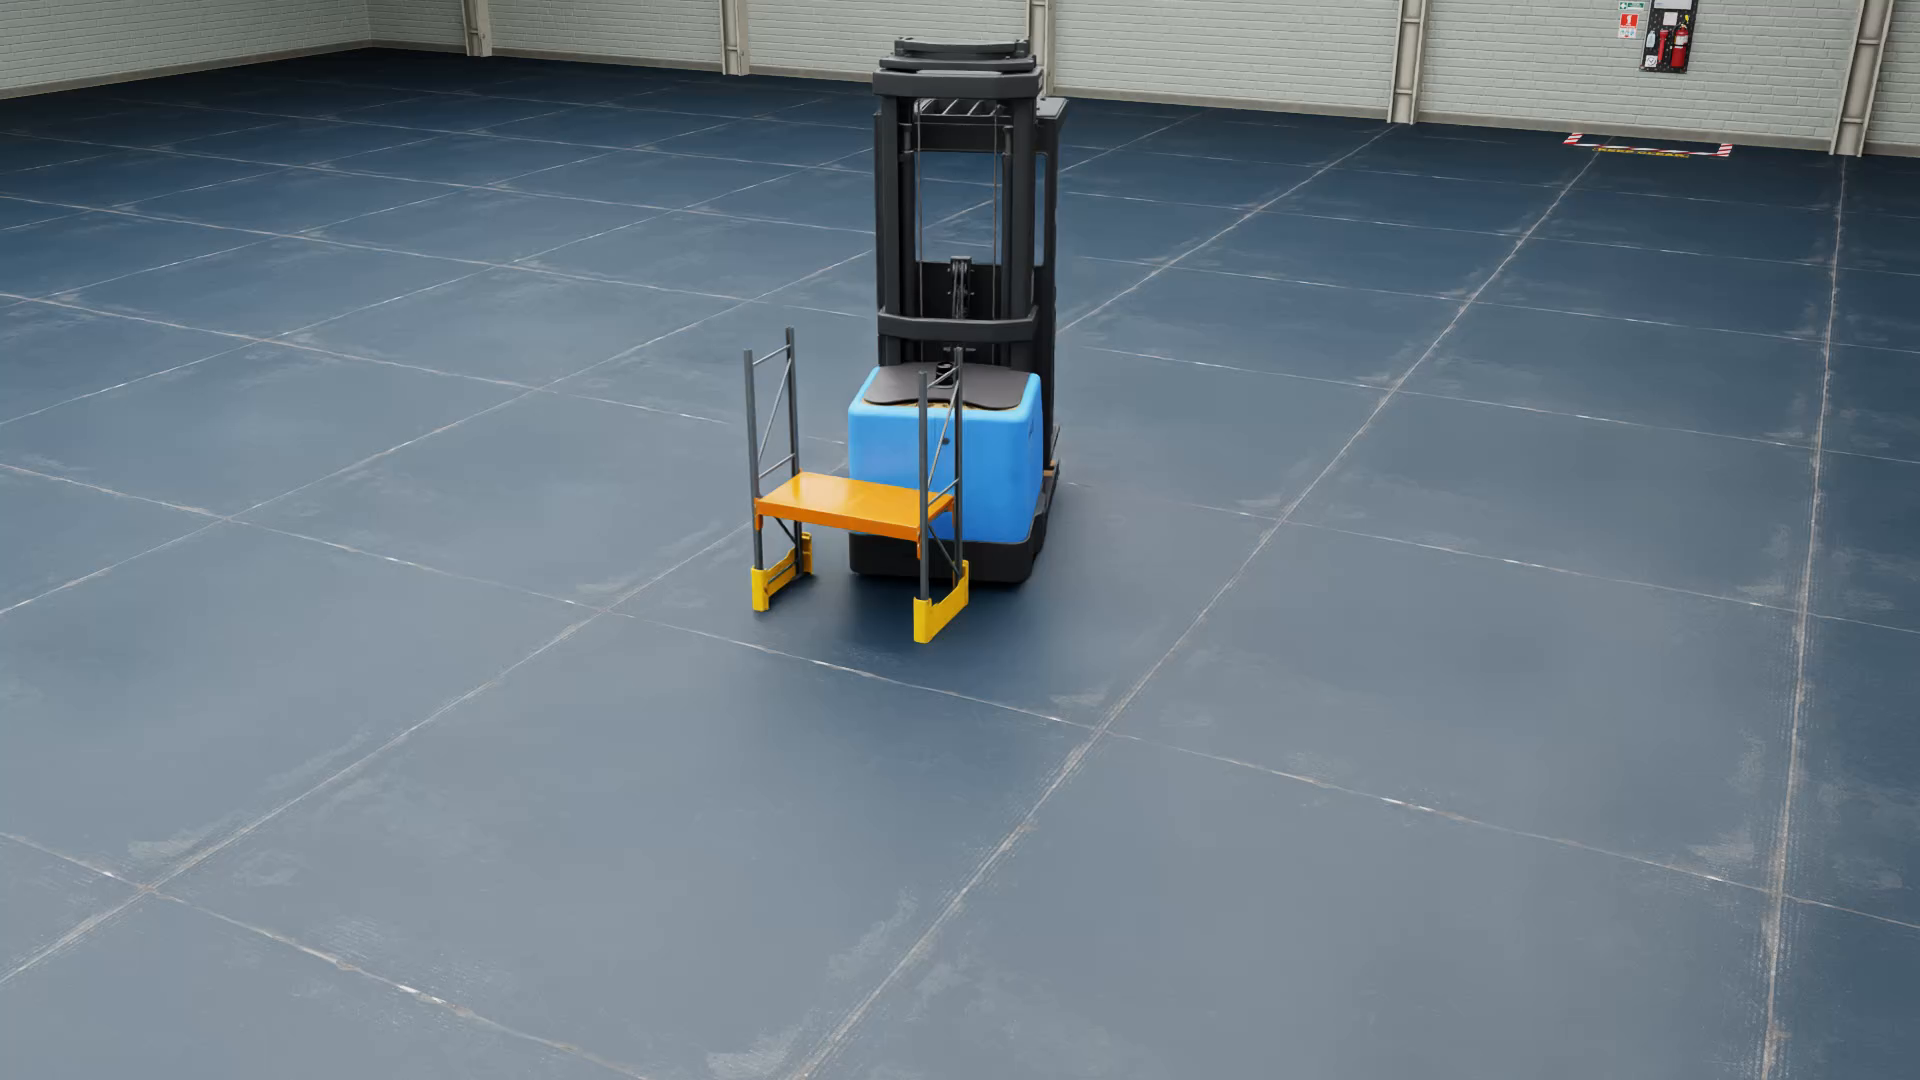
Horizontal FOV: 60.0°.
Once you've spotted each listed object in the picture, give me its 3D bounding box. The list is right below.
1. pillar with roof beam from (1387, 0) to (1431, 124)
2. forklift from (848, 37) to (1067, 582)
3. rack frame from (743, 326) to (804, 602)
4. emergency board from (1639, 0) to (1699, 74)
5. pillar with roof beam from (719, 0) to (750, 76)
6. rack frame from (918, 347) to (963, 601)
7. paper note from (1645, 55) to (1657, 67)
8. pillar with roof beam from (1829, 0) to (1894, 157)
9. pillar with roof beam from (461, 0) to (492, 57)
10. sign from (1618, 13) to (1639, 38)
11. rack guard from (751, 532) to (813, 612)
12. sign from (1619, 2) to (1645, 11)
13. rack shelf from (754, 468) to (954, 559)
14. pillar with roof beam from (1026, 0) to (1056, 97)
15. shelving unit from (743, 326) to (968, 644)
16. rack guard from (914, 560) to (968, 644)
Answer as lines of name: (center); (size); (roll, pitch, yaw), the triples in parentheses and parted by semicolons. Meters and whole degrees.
pillar with roof beam: (4.728, -8.943, 19.779); (0.400, 9.000, 9.100); (11, 25, 25)
forklift: (0.068, -1.650, 10.386); (1.130, 2.935, 3.031); (3, 23, 7)
rack frame: (-1.032, -0.400, 9.275); (0.032, 1.500, 0.500); (10, 25, 22)
emergency board: (9.836, -7.076, 23.055); (0.643, 1.169, 0.194); (11, 25, 25)
pillar with roof beam: (-5.982, -11.062, 24.762); (0.400, 9.000, 9.100); (11, 25, 25)
rack frame: (-0.099, -0.242, 8.903); (0.032, 1.500, 0.500); (10, 25, 22)
paper note: (9.709, -6.726, 23.358); (0.142, 0.148, 0.016); (11, 25, 25)
pillar with roof beam: (10.082, -7.883, 17.288); (0.400, 9.000, 9.100); (11, 25, 25)
pillar with roof beam: (-11.336, -12.121, 27.253); (0.400, 9.000, 9.100); (11, 25, 25)
sign: (9.389, -7.226, 23.362); (0.234, 0.329, 0.001); (11, 25, 25)
rack guard: (-1.014, 0.178, 9.513); (0.087, 0.250, 0.587); (10, 25, 22)
sign: (9.389, -7.466, 23.250); (0.331, 0.109, 0.001); (11, 25, 25)
rack shelf: (-0.565, -0.156, 9.159); (1.000, 0.185, 0.538); (10, 25, 22)
pillar with roof beam: (-0.627, -10.002, 22.271); (0.400, 9.000, 9.100); (11, 25, 25)
shelving unit: (-0.557, -0.320, 9.086); (1.083, 1.500, 0.587); (10, 25, 22)
rack guard: (-0.100, 0.333, 9.148); (0.087, 0.250, 0.587); (10, 25, 22)
